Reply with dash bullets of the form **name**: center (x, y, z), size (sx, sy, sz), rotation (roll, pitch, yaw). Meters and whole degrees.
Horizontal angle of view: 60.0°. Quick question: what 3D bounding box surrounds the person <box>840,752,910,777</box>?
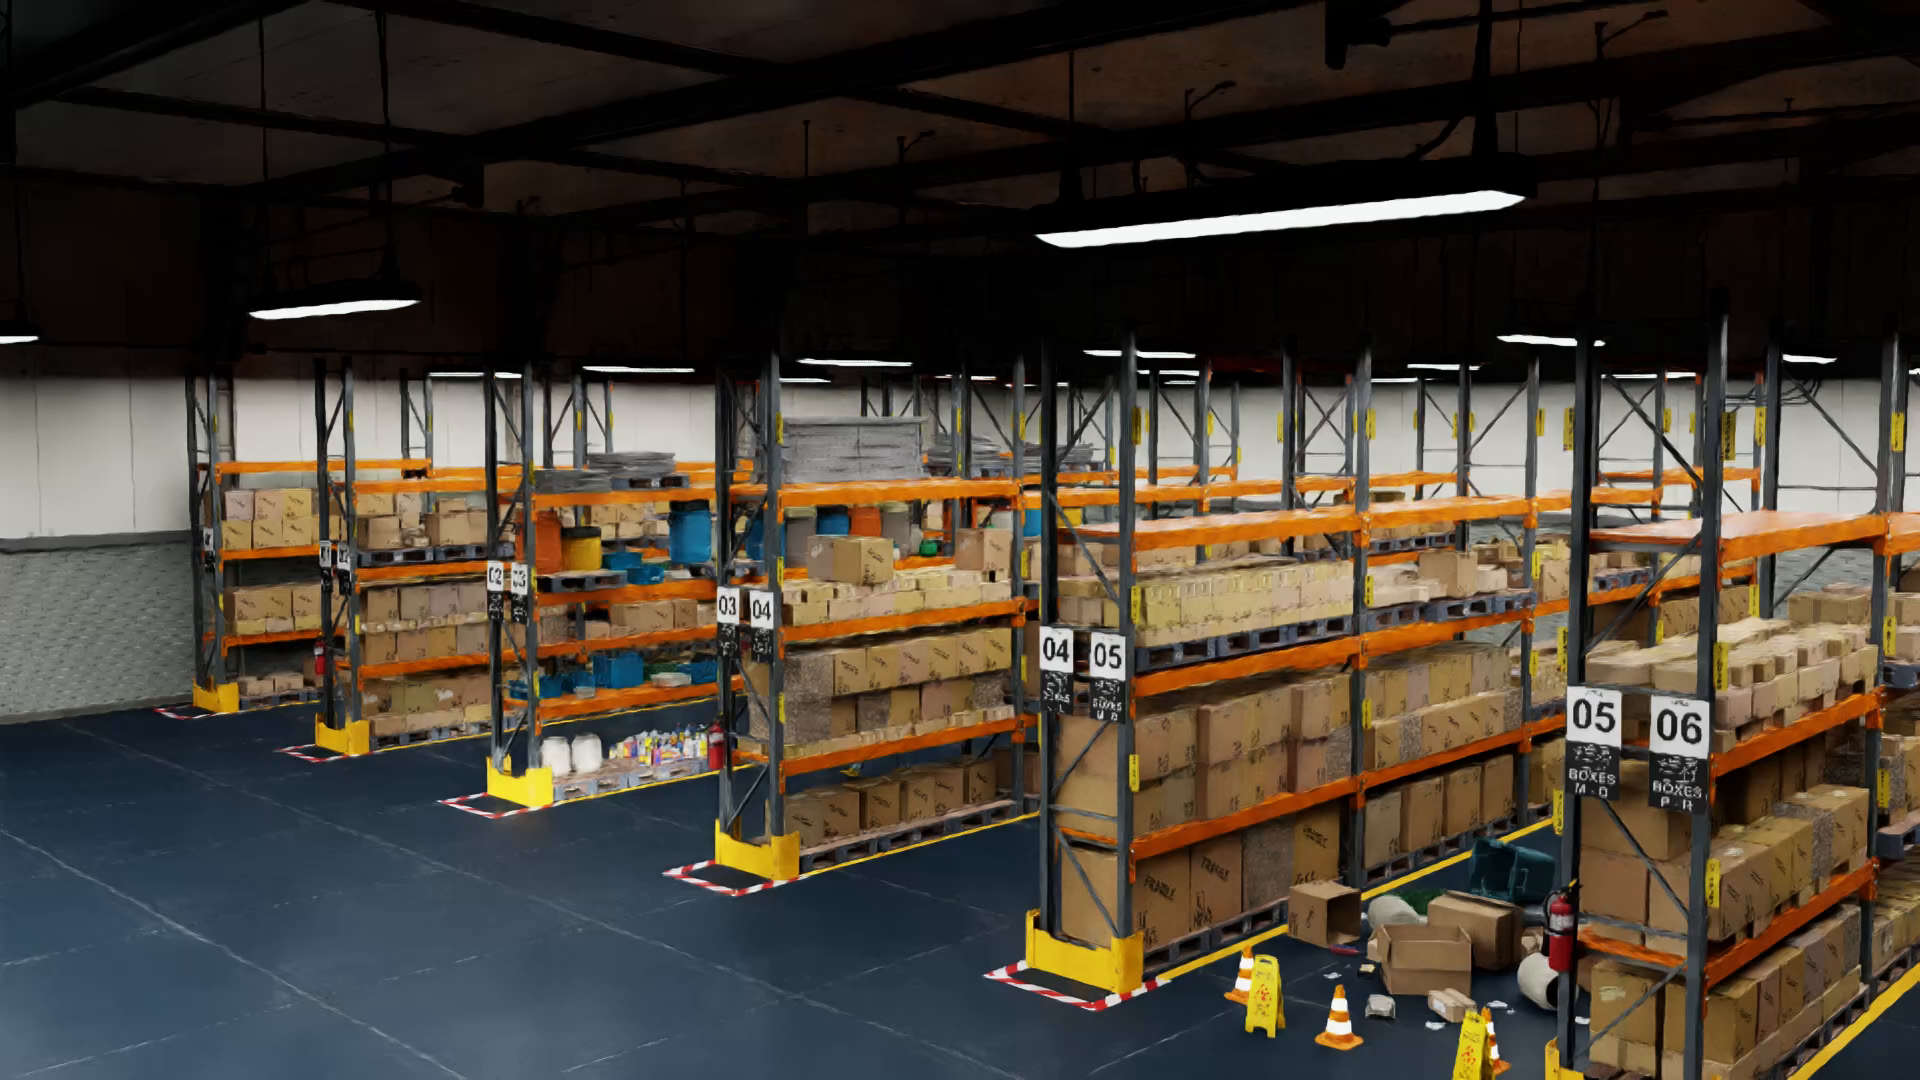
- **person**: center (-1.173, 2.501, 23.532), size (1.041, 1.708, 0.570), rotation (-3, 6, -37)
